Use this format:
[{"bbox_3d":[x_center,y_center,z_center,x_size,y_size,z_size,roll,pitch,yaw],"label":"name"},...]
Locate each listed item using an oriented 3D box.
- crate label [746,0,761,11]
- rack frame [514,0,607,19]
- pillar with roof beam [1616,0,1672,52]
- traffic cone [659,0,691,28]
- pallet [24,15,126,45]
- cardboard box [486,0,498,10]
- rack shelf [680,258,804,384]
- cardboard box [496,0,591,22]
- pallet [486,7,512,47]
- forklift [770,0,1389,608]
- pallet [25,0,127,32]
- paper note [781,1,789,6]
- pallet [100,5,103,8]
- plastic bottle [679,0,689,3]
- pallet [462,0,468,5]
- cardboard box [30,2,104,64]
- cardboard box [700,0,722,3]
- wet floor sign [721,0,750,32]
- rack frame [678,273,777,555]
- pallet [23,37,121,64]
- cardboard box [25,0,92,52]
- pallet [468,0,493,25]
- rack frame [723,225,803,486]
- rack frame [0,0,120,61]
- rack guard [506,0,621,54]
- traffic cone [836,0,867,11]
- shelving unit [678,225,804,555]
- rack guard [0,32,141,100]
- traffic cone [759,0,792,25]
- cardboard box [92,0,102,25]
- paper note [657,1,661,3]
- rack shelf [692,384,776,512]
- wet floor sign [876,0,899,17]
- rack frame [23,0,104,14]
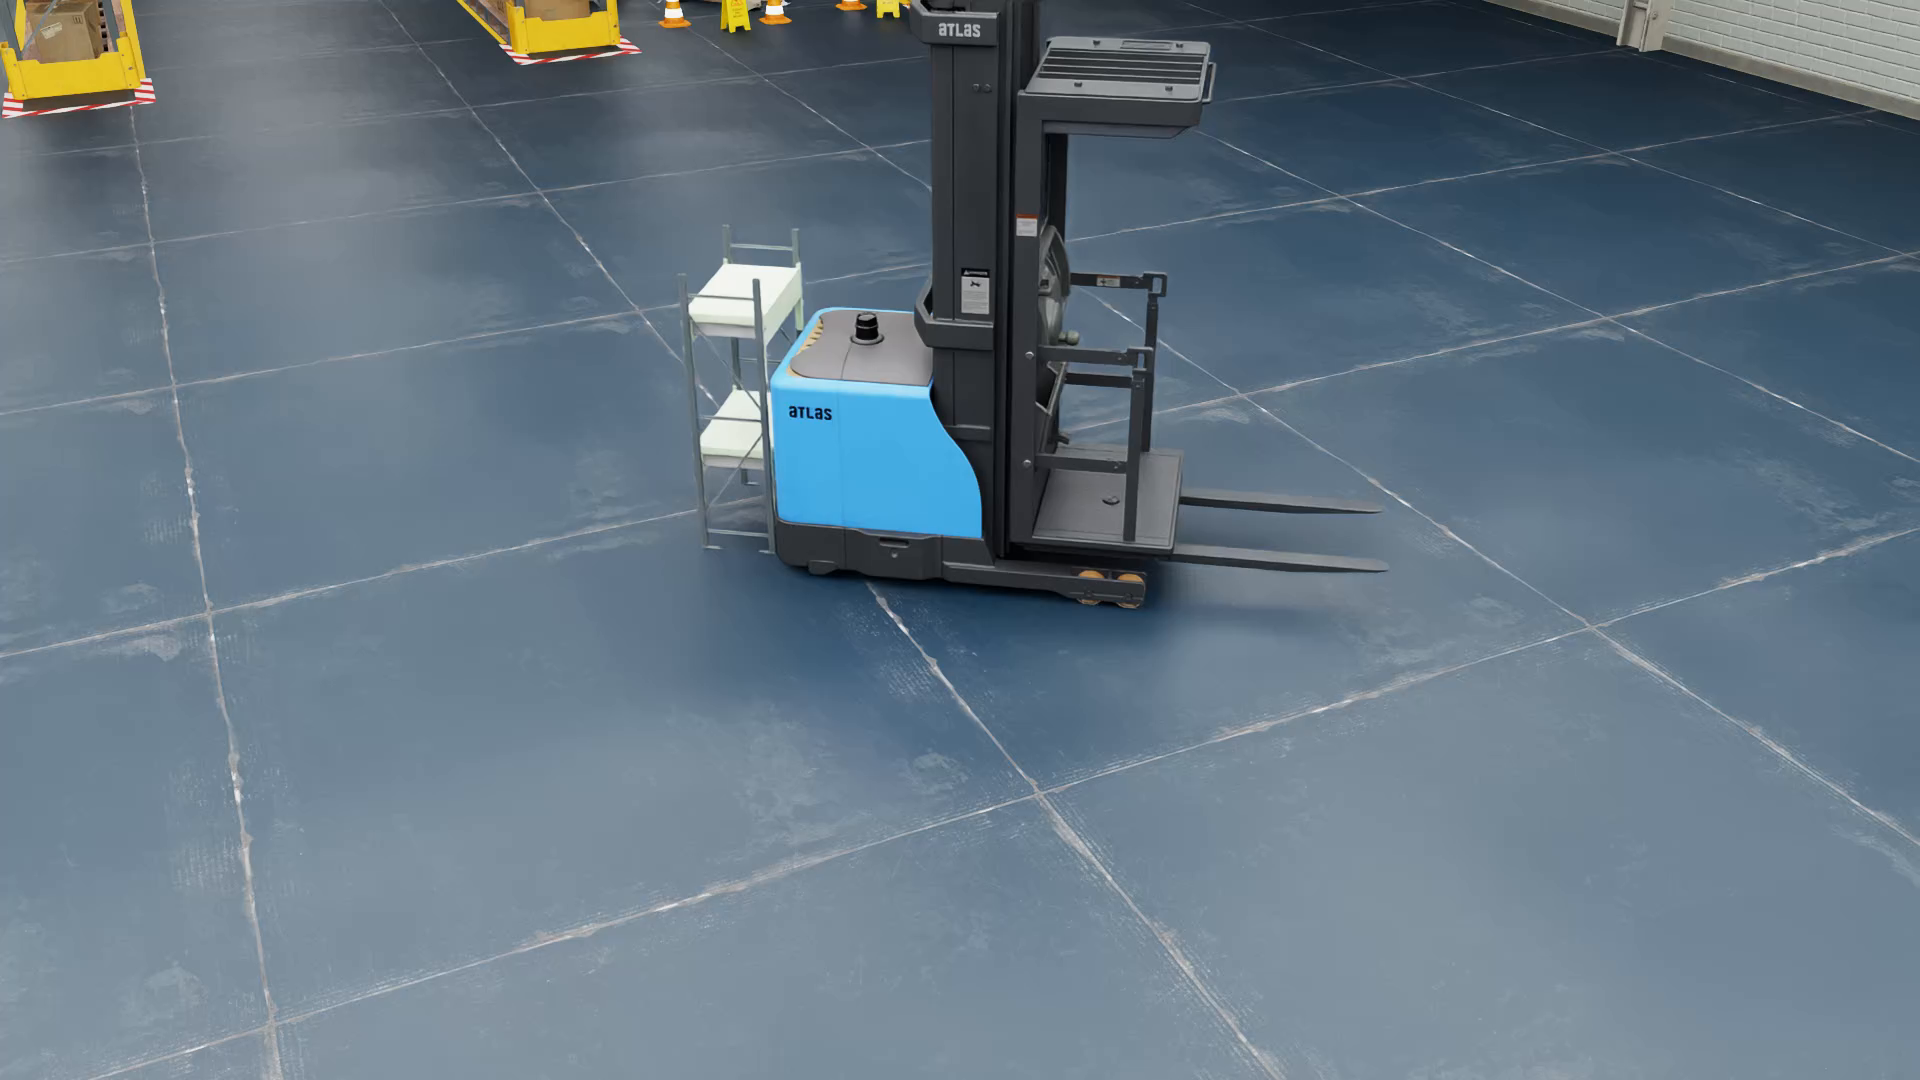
[{"bbox_3d":[-2.583,-6.551,20.293,0.298,0.136,0.250,19,34,30],"label":"crate label"},{"bbox_3d":[-4.411,-6.846,17.891,1.000,3.000,0.127,-13,32,-22],"label":"rack frame"},{"bbox_3d":[3.700,-8.533,14.766,9.100,9.000,0.400,-13,32,-22],"label":"pillar with roof beam"},{"bbox_3d":[-3.357,-6.272,19.462,0.336,0.463,0.334,-13,32,-22],"label":"traffic cone"},{"bbox_3d":[-9.803,-5.571,18.468,1.003,0.211,1.213,-13,32,-22],"label":"pallet"},{"bbox_3d":[-5.141,-6.776,19.510,0.875,0.875,0.875,-14,32,-23],"label":"cardboard box"},{"bbox_3d":[-1.087,-1.117,8.411,0.431,0.370,0.720,5,30,8],"label":"rack shelf"},{"bbox_3d":[-4.762,-6.388,18.818,0.875,0.875,0.875,-13,32,-22],"label":"cardboard box"},{"bbox_3d":[-4.825,-5.966,19.174,1.003,0.211,1.213,-13,32,-22],"label":"pallet"},{"bbox_3d":[0.638,-1.225,7.937,3.031,2.935,1.130,5,30,8],"label":"forklift"},{"bbox_3d":[-10.331,-6.110,19.431,1.003,0.211,1.213,-13,32,-22],"label":"pallet"},{"bbox_3d":[-2.187,-6.634,20.550,0.142,0.019,0.148,26,38,38],"label":"paper note"},{"bbox_3d":[-10.987,-6.743,20.559,1.003,0.211,1.213,-13,32,-22],"label":"pallet"},{"bbox_3d":[-3.517,-6.765,20.752,0.283,0.061,0.133,26,38,38],"label":"plastic bottle"},{"bbox_3d":[-5.872,-7.044,21.096,1.003,0.211,1.213,-13,32,-22],"label":"pallet"},{"bbox_3d":[-9.187,-5.221,17.120,0.500,0.500,0.500,-7,30,-13],"label":"cardboard box"},{"bbox_3d":[-3.024,-7.085,20.871,0.637,0.503,0.797,13,32,21],"label":"cardboard box"},{"bbox_3d":[-2.610,-6.222,19.186,0.267,0.644,0.232,-19,35,-30],"label":"wet floor sign"},{"bbox_3d":[-1.149,-0.600,8.287,0.400,1.500,0.023,5,30,8],"label":"rack frame"},{"bbox_3d":[-9.284,-5.032,17.509,1.003,0.211,1.213,-13,32,-22],"label":"pallet"},{"bbox_3d":[-9.475,-5.478,17.578,0.500,0.500,0.500,-5,30,-9],"label":"cardboard box"},{"bbox_3d":[-5.345,-6.504,20.134,1.003,0.211,1.213,-13,32,-22],"label":"pallet"},{"bbox_3d":[-1.025,-0.953,8.916,0.400,1.500,0.023,5,30,8],"label":"rack frame"},{"bbox_3d":[-8.934,-5.849,16.114,1.000,3.000,0.127,-13,32,-22],"label":"rack frame"},{"bbox_3d":[-4.401,-5.745,18.484,1.175,0.500,0.348,-13,32,-22],"label":"rack guard"},{"bbox_3d":[-1.333,-6.742,20.300,0.336,0.463,0.334,-13,32,-22],"label":"traffic cone"},{"bbox_3d":[-1.087,-0.777,8.601,0.431,1.500,0.755,5,30,8],"label":"shelving unit"},{"bbox_3d":[-8.967,-4.792,16.785,1.175,0.500,0.348,-13,32,-22],"label":"rack guard"},{"bbox_3d":[-2.190,-6.359,19.617,0.336,0.463,0.334,-13,32,-22],"label":"traffic cone"},{"bbox_3d":[-9.925,-6.014,18.535,0.500,0.500,0.500,-16,33,-26],"label":"cardboard box"},{"bbox_3d":[-3.738,-6.695,20.679,0.032,0.001,0.123,2,29,4],"label":"paper note"},{"bbox_3d":[-1.087,-0.492,8.761,0.431,0.370,0.720,5,30,8],"label":"rack shelf"},{"bbox_3d":[-0.869,-6.594,19.850,0.267,0.644,0.232,-3,29,-5],"label":"wet floor sign"},{"bbox_3d":[-10.651,-7.616,19.265,1.000,3.000,0.127,-13,32,-22],"label":"rack frame"}]
